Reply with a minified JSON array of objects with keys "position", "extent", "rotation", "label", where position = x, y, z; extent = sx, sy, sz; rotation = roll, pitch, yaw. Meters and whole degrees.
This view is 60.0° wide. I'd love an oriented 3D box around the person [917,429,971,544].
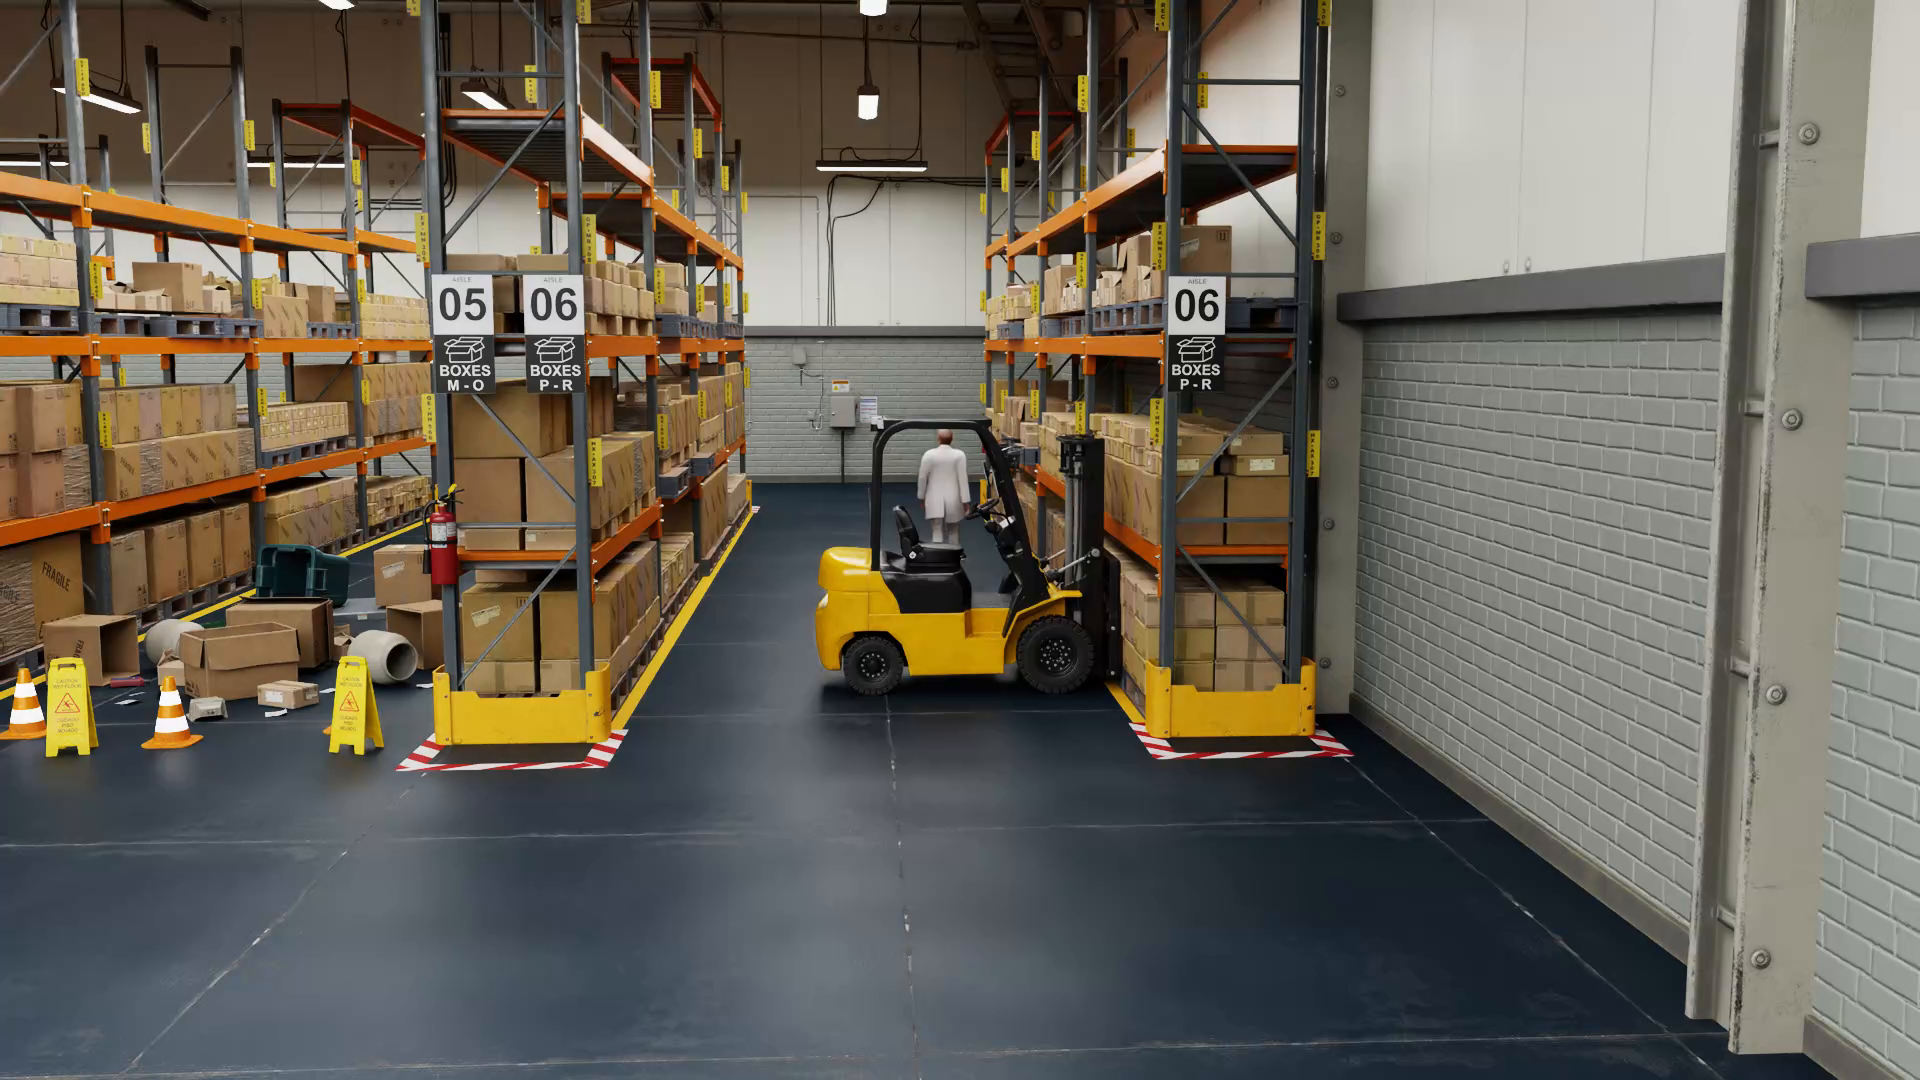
[{"position":[-0.194,-0.467,19.719],"extent":[0.624,1.768,0.910],"rotation":[0,7,-3],"label":"person"}]
